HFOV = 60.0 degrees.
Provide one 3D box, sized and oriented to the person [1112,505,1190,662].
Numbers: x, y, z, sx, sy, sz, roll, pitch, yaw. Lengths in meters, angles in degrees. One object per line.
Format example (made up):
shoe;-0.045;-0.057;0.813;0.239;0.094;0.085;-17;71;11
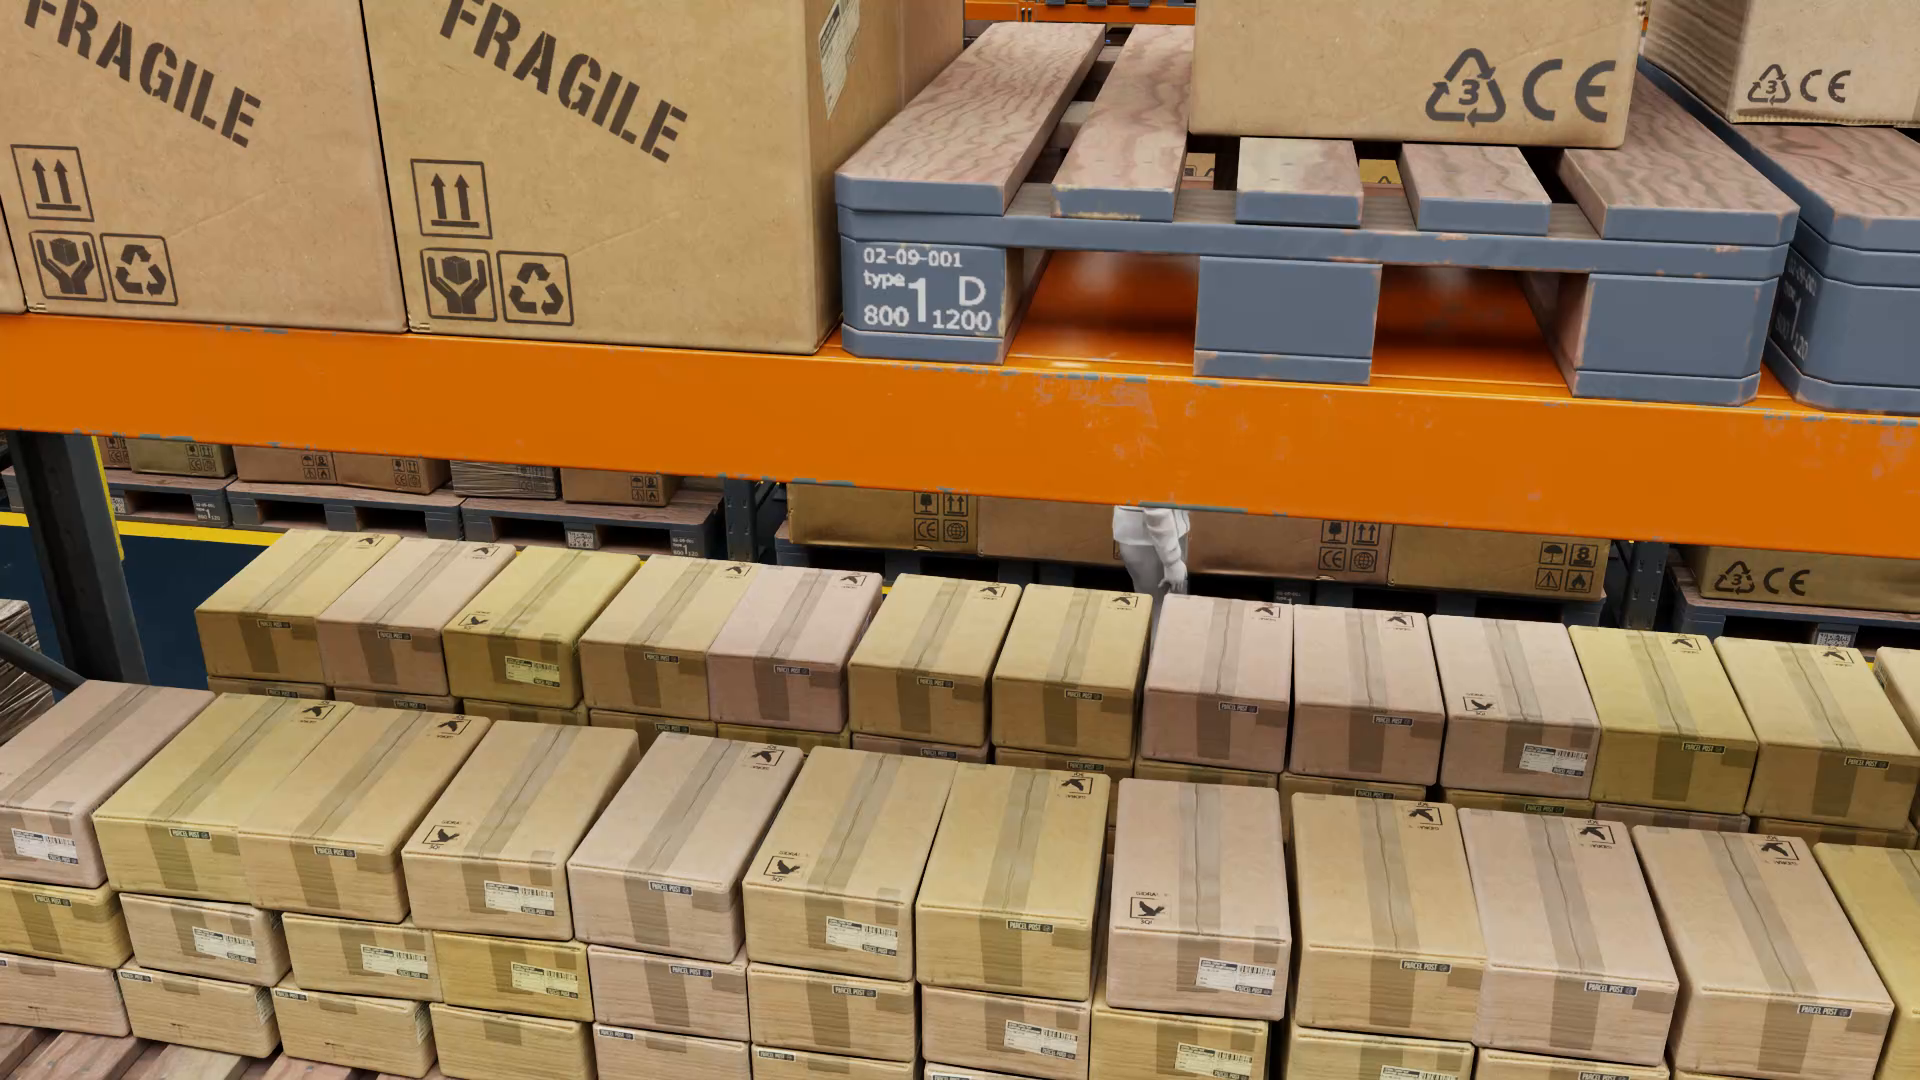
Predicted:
person;0.743;-0.006;6.117;0.368;1.663;0.518;3;25;6
